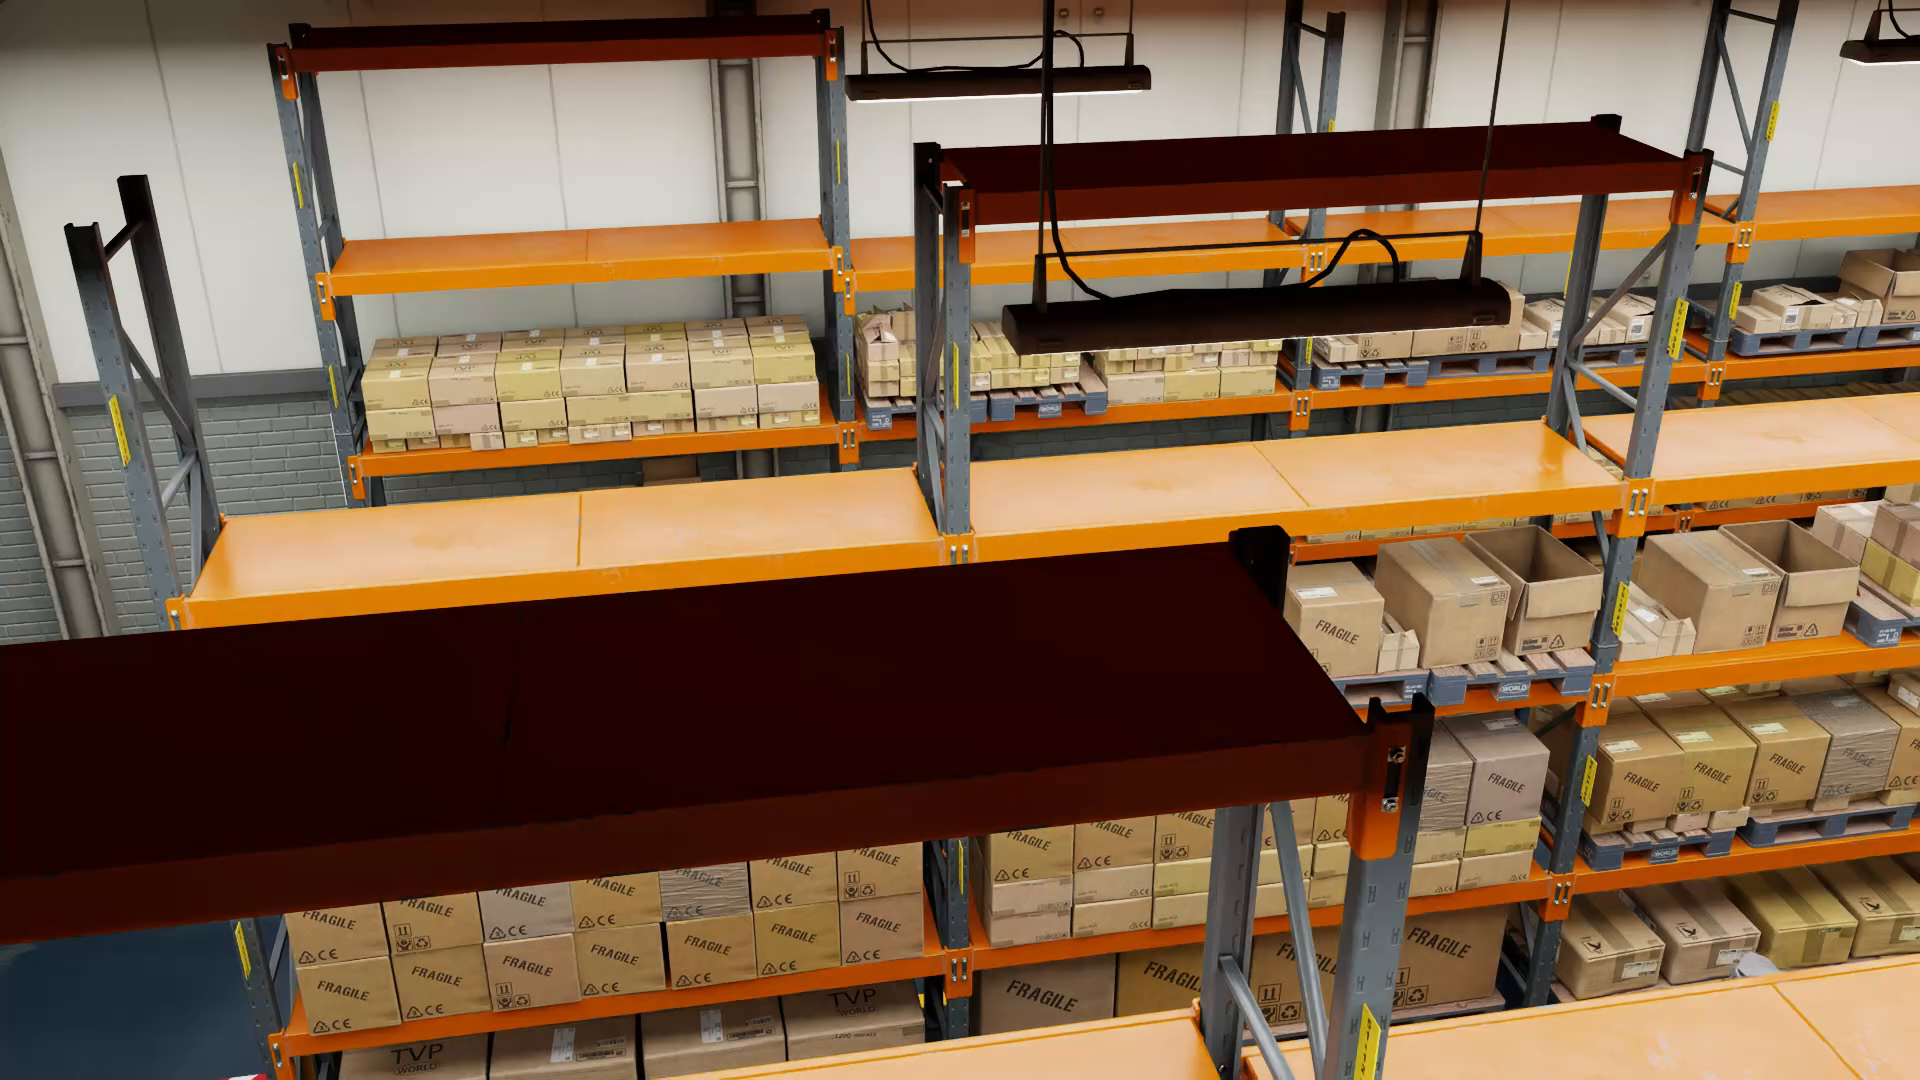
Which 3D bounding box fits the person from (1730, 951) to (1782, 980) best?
[{"bbox_3d":[4.461,3.186,9.686,0.763,1.788,0.482,-10,28,-20],"label":"person"}]
